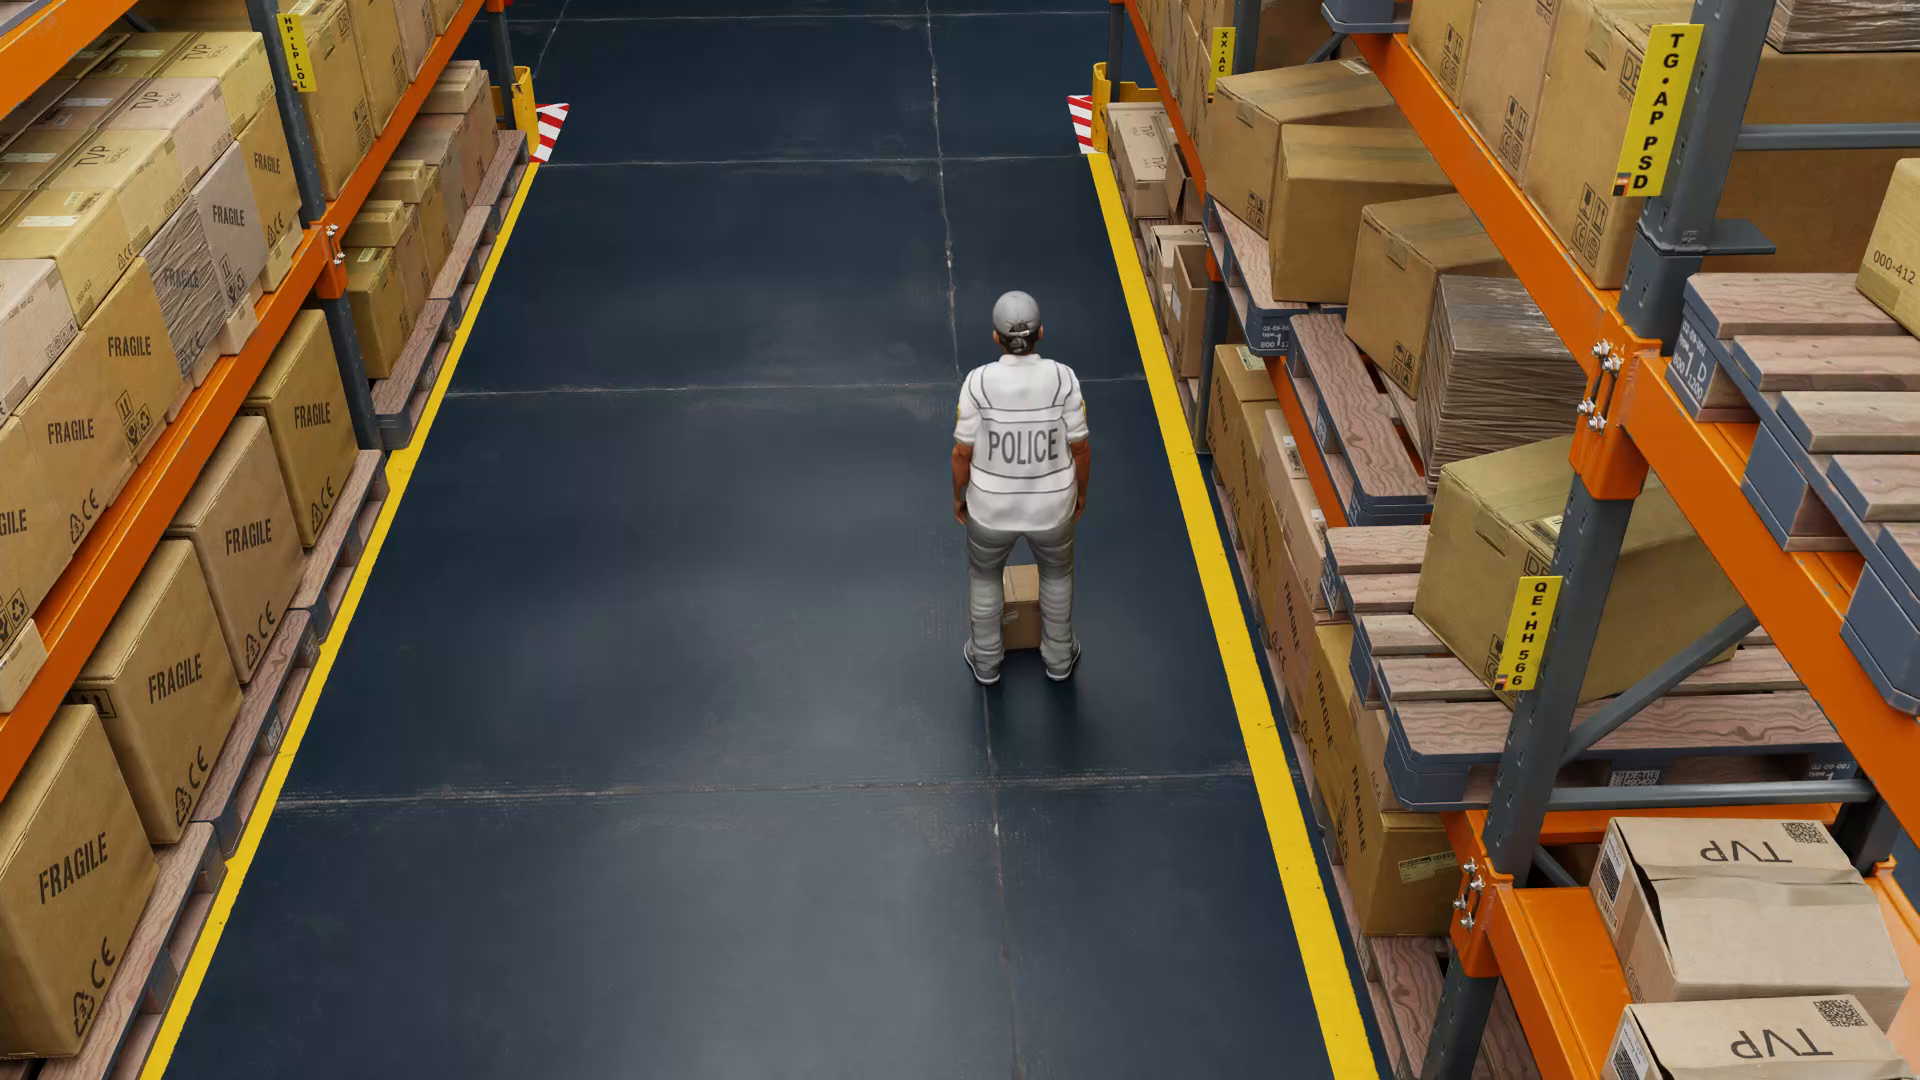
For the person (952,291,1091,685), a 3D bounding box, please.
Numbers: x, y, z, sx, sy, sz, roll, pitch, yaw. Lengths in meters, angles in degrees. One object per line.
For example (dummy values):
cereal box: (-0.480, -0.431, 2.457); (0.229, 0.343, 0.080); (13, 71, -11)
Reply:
person: (0.235, -0.164, 6.371); (0.537, 1.665, 0.468); (-1, 35, -2)
